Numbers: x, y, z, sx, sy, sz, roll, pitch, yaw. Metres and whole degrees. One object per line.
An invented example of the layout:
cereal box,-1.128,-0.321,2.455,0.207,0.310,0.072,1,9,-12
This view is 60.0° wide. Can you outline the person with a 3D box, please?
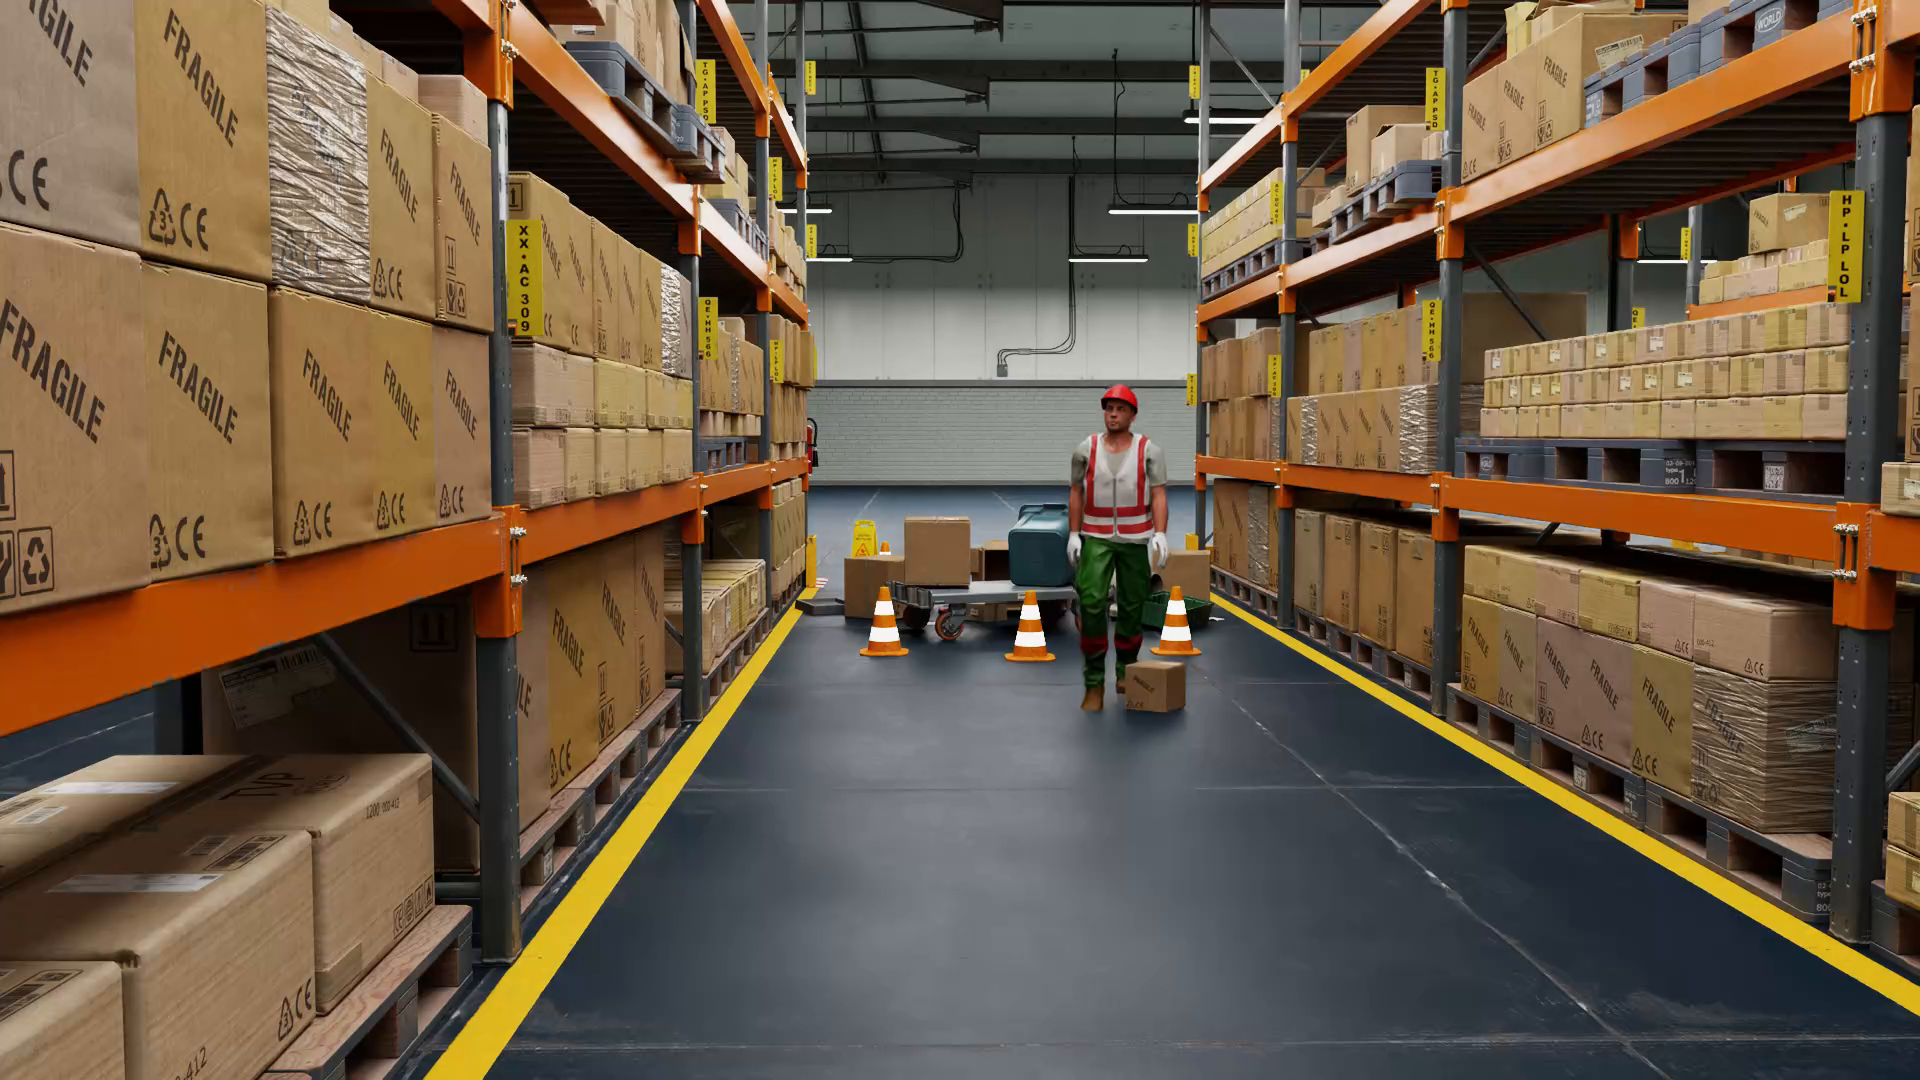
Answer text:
person,0.890,0.051,9.390,0.586,1.851,0.630,0,4,7
